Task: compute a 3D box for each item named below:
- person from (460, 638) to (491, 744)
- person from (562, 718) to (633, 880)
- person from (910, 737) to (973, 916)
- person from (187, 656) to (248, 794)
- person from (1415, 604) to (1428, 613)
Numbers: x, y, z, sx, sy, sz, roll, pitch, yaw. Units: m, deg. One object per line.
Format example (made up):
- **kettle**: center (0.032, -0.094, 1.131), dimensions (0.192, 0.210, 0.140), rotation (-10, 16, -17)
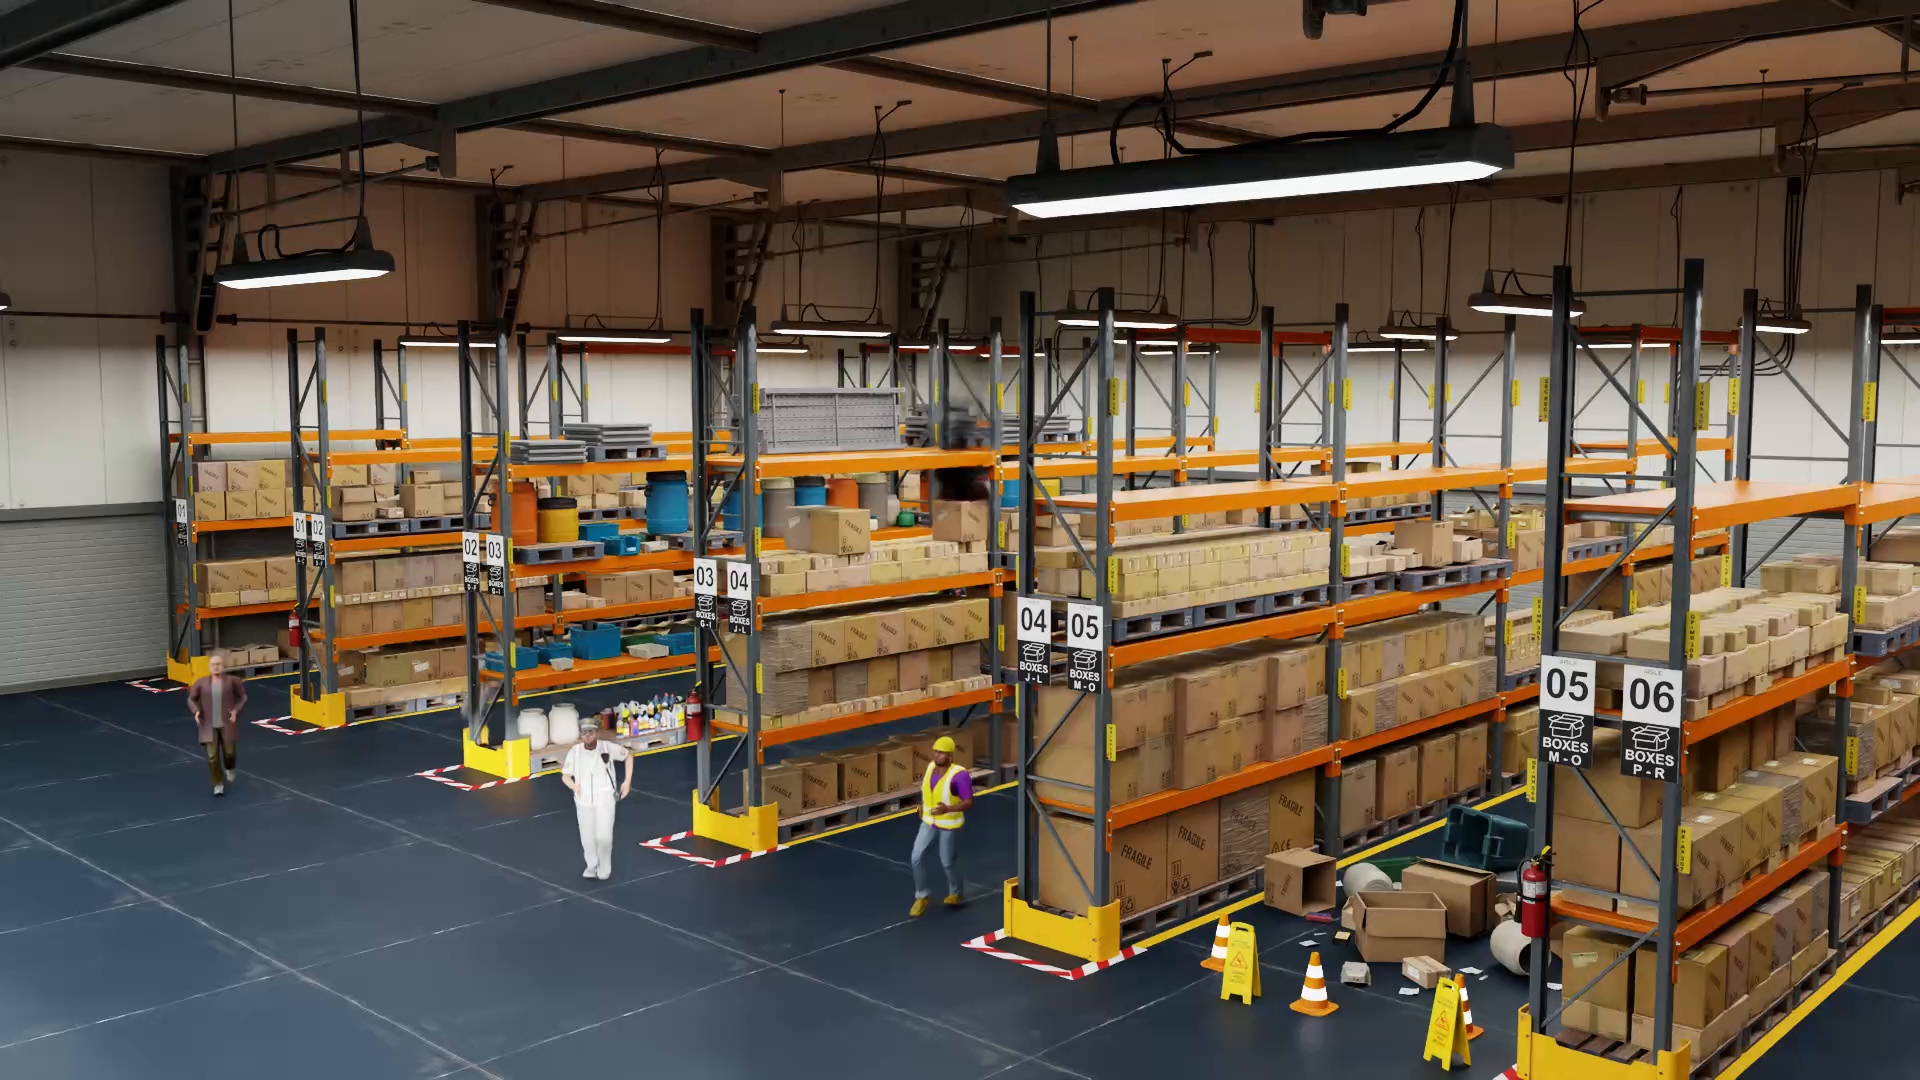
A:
- **person**: center (-6.880, 2.169, 23.608), dimensions (0.531, 1.556, 0.540), rotation (3, 6, 28)
- **person**: center (-3.742, 2.675, 17.123), dimensions (0.688, 1.732, 0.815), rotation (0, 5, -2)
- **person**: center (-0.158, 2.789, 16.199), dimensions (0.693, 1.800, 0.741), rotation (3, 6, 33)
- **person**: center (-9.402, 2.325, 21.068), dimensions (0.707, 1.724, 0.669), rotation (-2, 6, -21)
- **person**: center (7.475, 1.837, 26.855), dimensions (0.609, 1.619, 0.670), rotation (5, 7, 42)
